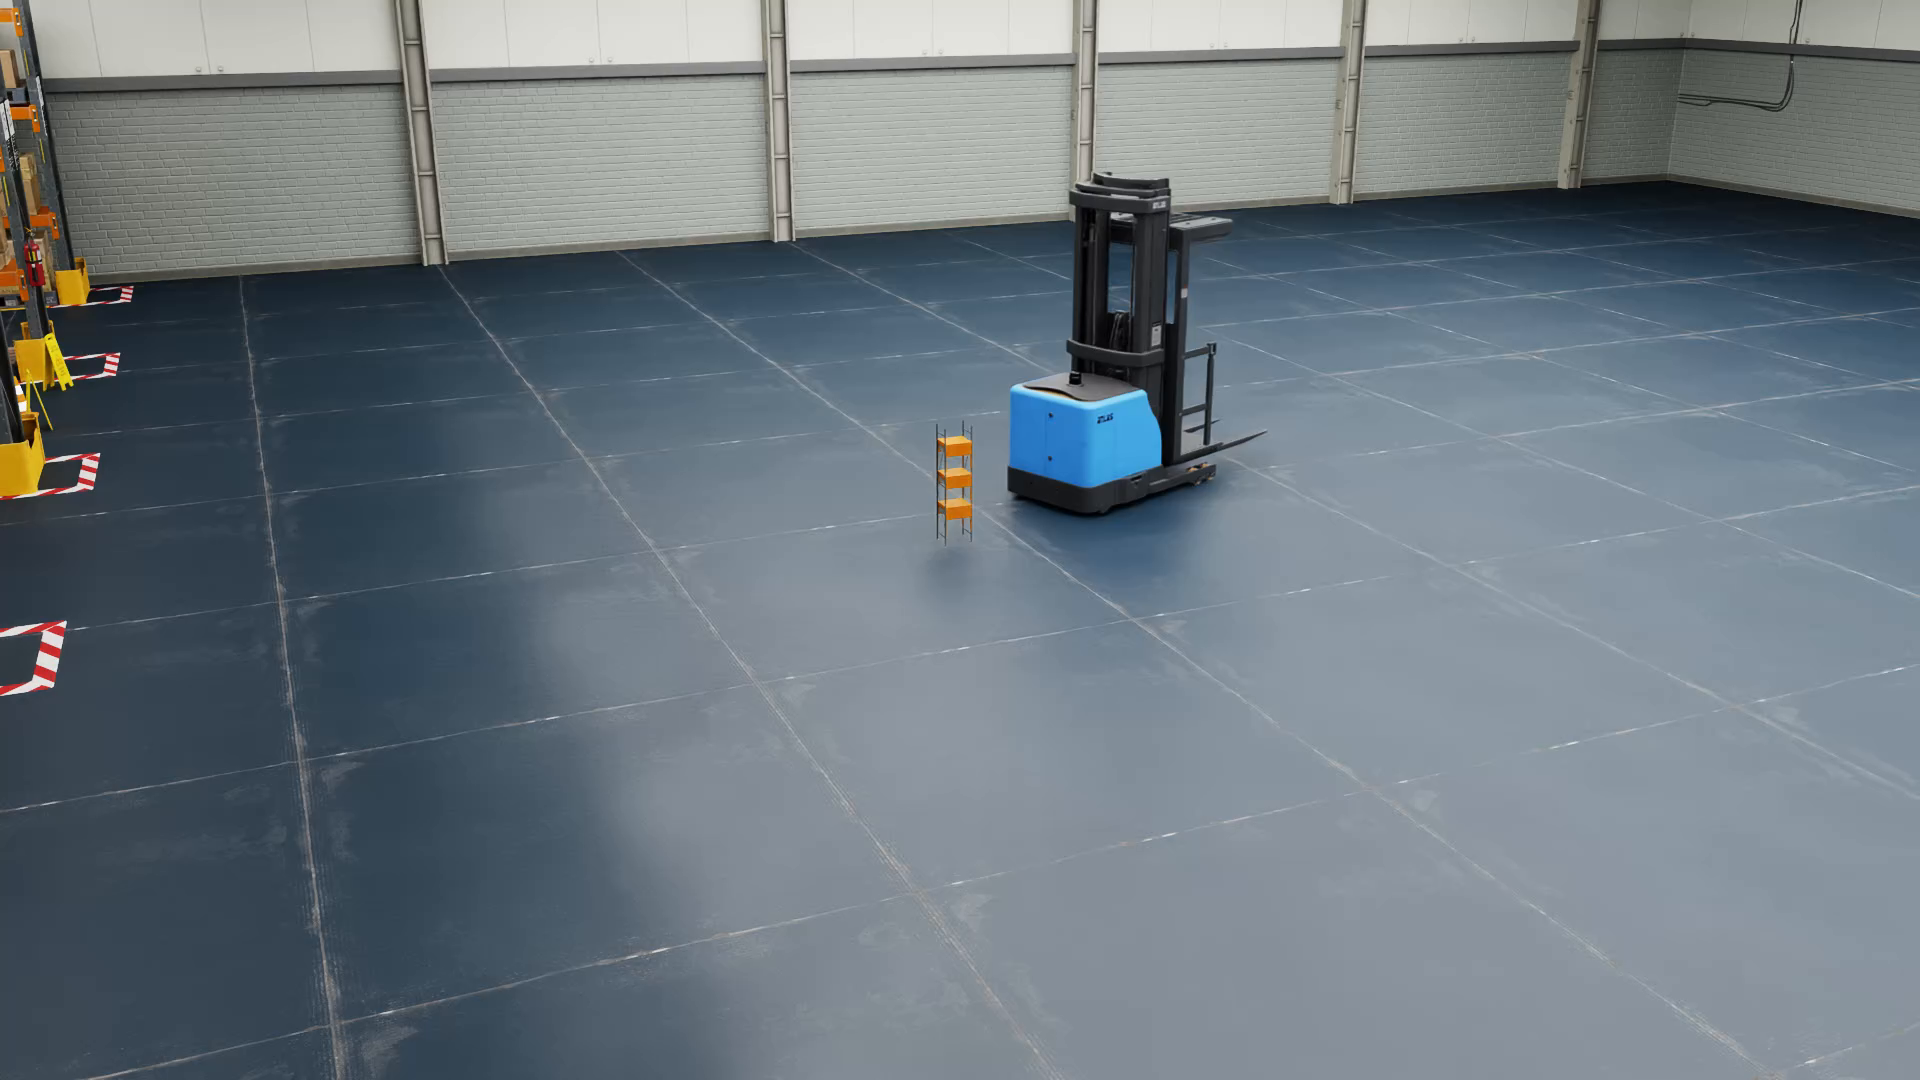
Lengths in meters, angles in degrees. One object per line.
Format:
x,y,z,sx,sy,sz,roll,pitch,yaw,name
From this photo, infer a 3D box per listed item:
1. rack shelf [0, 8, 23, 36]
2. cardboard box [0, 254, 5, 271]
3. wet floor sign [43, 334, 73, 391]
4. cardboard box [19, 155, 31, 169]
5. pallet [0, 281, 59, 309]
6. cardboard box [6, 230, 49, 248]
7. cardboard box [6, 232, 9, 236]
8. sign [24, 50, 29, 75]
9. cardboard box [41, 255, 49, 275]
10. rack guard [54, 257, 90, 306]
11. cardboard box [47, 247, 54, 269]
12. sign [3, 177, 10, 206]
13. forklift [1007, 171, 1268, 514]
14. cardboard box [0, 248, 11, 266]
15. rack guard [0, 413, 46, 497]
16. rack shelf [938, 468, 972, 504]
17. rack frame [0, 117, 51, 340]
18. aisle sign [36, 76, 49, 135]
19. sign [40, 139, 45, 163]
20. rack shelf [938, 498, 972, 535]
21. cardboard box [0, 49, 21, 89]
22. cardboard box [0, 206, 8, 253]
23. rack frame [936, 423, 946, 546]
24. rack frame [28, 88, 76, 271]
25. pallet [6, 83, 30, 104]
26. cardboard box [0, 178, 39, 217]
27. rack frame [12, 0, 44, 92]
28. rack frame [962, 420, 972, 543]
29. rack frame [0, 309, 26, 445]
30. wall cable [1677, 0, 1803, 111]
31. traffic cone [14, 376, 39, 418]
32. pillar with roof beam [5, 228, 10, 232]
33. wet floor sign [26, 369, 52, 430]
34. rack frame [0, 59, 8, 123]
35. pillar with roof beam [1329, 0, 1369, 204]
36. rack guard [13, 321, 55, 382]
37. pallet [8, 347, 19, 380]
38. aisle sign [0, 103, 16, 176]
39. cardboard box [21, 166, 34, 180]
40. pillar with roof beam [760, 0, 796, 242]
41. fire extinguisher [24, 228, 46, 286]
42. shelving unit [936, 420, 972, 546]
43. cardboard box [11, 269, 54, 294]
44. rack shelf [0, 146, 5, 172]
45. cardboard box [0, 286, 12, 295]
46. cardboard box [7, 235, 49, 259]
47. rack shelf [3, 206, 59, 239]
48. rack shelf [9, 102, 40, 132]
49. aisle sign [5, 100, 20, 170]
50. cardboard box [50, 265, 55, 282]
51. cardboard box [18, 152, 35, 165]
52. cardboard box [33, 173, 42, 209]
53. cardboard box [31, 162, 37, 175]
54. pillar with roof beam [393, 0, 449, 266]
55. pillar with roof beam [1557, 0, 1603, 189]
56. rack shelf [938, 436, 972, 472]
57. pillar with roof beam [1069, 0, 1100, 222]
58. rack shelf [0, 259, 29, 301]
-15.037,-7.059,22.706,4.000,0.370,1.077,-8,21,-22,rack shelf
-11.489,-3.274,19.683,0.250,0.149,0.380,-7,21,-20,cardboard box
-10.632,-2.095,19.501,0.232,0.644,0.267,-1,19,-3,wet floor sign
-13.446,-5.402,23.774,0.250,0.149,0.380,-8,21,-22,cardboard box
-13.886,-3.592,24.405,1.213,0.211,1.003,-8,21,-22,pallet
-13.716,-4.388,24.469,0.500,0.250,0.500,-8,21,-23,cardboard box
-14.174,-4.321,24.279,0.500,0.250,0.500,-8,21,-22,cardboard box
-12.998,-6.648,23.157,0.005,0.325,0.100,-8,21,-22,sign
-13.523,-3.998,24.115,0.500,0.250,0.500,-8,21,-23,cardboard box
-13.178,-3.844,24.688,0.348,0.500,1.175,-8,21,-22,rack guard
-13.714,-4.159,24.572,0.500,0.250,0.500,-8,21,-21,cardboard box
-11.029,-4.030,19.233,0.005,0.325,0.100,-8,21,-22,sign
1.847,-2.020,15.846,3.031,2.935,1.130,-18,26,-42,forklift
-11.624,-3.407,20.060,0.250,0.149,0.380,-8,21,-22,cardboard box
-9.155,-0.835,16.141,0.348,0.500,1.175,-8,21,-22,rack guard
-0.049,-0.478,14.331,0.240,0.259,0.215,-8,21,-22,rack shelf
-11.231,-3.507,19.966,0.127,3.000,1.000,-8,21,-22,rack frame
-13.023,-6.166,23.602,0.004,0.787,0.394,-8,21,-22,aisle sign
-12.998,-5.511,23.557,0.005,0.325,0.100,-8,21,-22,sign
-0.049,-0.216,14.423,0.240,0.259,0.215,-8,21,-22,rack shelf
-13.510,-6.595,23.286,0.500,0.500,0.500,-7,21,-20,cardboard box
-11.775,-3.717,19.963,0.500,0.500,0.500,-8,21,-23,cardboard box
-0.161,-0.472,14.282,0.008,1.050,0.200,-8,21,-22,rack frame
-13.200,-5.020,24.264,0.127,3.000,1.000,-8,21,-22,rack frame
-13.860,-6.308,23.539,1.213,0.211,1.003,-8,21,-22,pallet
-13.548,-4.923,23.836,0.500,0.500,0.500,-9,21,-23,cardboard box
-13.200,-7.850,23.267,0.127,3.000,1.000,-8,21,-22,rack frame
0.063,-0.504,14.373,0.008,1.050,0.200,-8,21,-22,rack frame
-9.177,-2.011,15.717,0.127,3.000,1.000,-8,21,-22,rack frame
16.579,-10.499,35.467,0.112,2.526,3.097,-8,21,-22,wall cable
-10.363,-1.567,18.275,0.334,0.463,0.336,-8,21,-22,traffic cone
-12.491,-6.720,20.059,0.400,9.000,9.100,-8,21,-22,pillar with roof beam
-9.935,-1.508,17.833,0.232,0.644,0.267,-12,23,-31,wet floor sign
-11.231,-6.337,18.970,0.127,3.000,1.000,-8,21,-22,rack frame
9.546,-9.878,29.026,0.400,9.000,9.100,-8,21,-22,pillar with roof beam
-11.300,-2.318,20.353,0.348,0.500,1.175,-8,21,-22,rack guard
-12.060,-2.086,20.128,1.213,0.211,1.003,-8,21,-22,pallet
-11.059,-4.653,19.306,0.004,0.787,0.394,-8,21,-22,aisle sign
-13.407,-5.242,23.767,0.250,0.149,0.380,-8,21,-21,cardboard box
-1.473,-8.299,24.543,0.400,9.000,9.100,-8,21,-22,pillar with roof beam
-10.943,-3.345,19.623,0.183,0.674,0.296,-8,21,-22,fire extinguisher
-0.049,-0.488,14.328,0.252,1.050,0.215,-8,21,-22,shelving unit
-13.506,-3.763,24.201,0.500,0.250,0.500,-8,21,-22,cardboard box
-13.067,-4.320,18.840,4.000,0.370,1.077,-8,21,-22,rack shelf
-13.967,-3.701,24.024,0.500,0.250,0.500,-8,21,-22,cardboard box
-13.499,-4.237,24.042,0.500,0.250,0.500,-7,21,-20,cardboard box
-15.037,-4.418,23.636,4.000,0.370,1.077,-8,21,-22,rack shelf
-15.037,-5.833,23.138,4.000,0.370,1.077,-8,21,-22,rack shelf
-11.296,-4.836,19.826,0.004,0.787,0.394,-8,21,-22,aisle sign
-13.729,-3.916,24.637,0.500,0.250,0.500,-8,21,-22,cardboard box
-13.593,-5.535,24.150,0.250,0.149,0.380,-9,21,-23,cardboard box
-13.765,-5.087,24.303,0.500,0.500,0.500,-7,21,-20,cardboard box
-13.614,-5.408,24.237,0.250,0.149,0.380,-9,21,-23,cardboard box
-6.982,-7.510,22.301,0.400,9.000,9.100,-8,21,-22,pillar with roof beam
15.055,-10.667,31.268,0.400,9.000,9.100,-8,21,-22,pillar with roof beam
-0.049,-0.746,14.237,0.240,0.259,0.215,-8,21,-22,rack shelf
4.037,-9.088,26.784,0.400,9.000,9.100,-8,21,-22,pillar with roof beam
-13.067,-2.905,19.338,4.000,0.370,1.077,-8,21,-22,rack shelf
